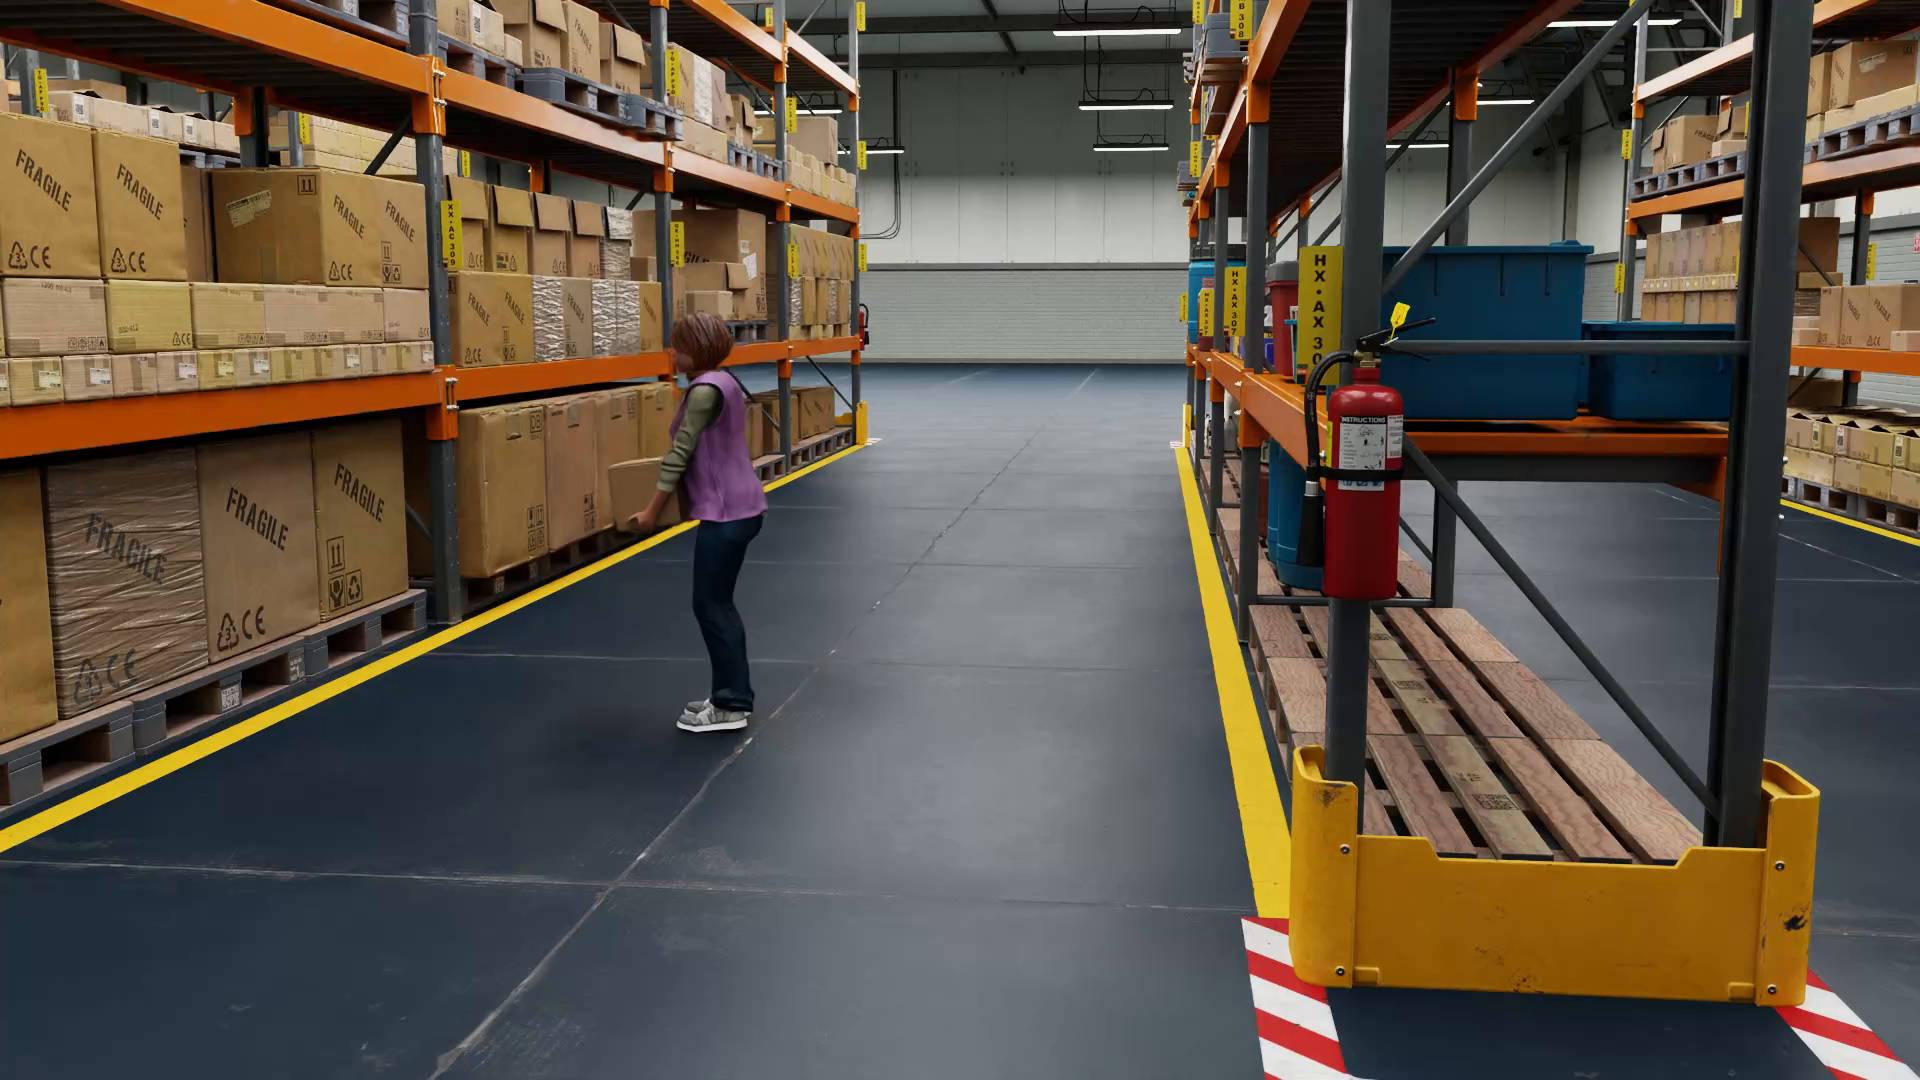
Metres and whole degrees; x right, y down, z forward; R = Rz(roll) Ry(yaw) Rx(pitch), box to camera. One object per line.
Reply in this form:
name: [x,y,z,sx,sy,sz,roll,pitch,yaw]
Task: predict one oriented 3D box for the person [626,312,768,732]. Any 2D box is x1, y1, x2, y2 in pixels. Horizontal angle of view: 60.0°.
person: [-0.995,-0.069,6.380,0.512,1.594,0.374,1,8,5]
